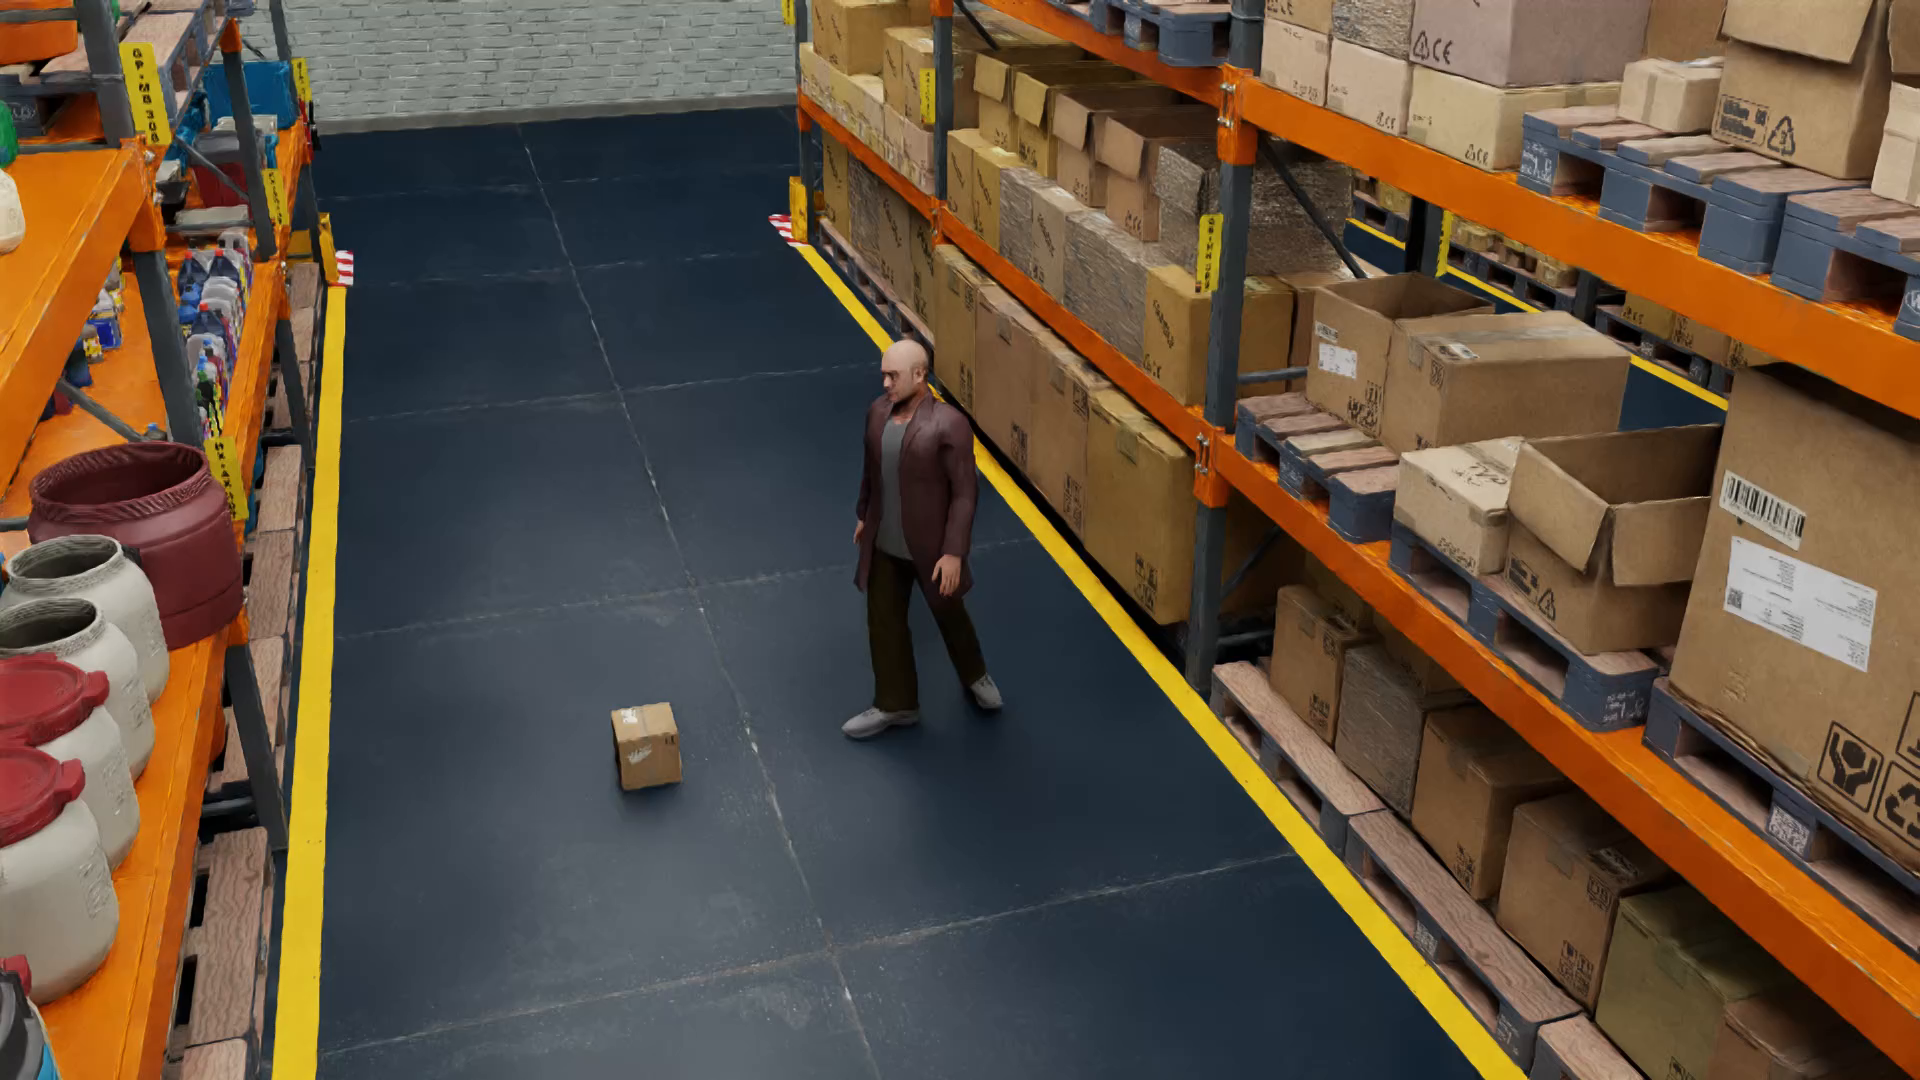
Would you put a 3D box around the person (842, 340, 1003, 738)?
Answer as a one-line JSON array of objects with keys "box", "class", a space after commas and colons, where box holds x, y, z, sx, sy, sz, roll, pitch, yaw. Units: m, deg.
[{"box": [-0.194, -0.017, 7.168, 0.689, 1.771, 0.729, 16, 30, 30], "class": "person"}]
